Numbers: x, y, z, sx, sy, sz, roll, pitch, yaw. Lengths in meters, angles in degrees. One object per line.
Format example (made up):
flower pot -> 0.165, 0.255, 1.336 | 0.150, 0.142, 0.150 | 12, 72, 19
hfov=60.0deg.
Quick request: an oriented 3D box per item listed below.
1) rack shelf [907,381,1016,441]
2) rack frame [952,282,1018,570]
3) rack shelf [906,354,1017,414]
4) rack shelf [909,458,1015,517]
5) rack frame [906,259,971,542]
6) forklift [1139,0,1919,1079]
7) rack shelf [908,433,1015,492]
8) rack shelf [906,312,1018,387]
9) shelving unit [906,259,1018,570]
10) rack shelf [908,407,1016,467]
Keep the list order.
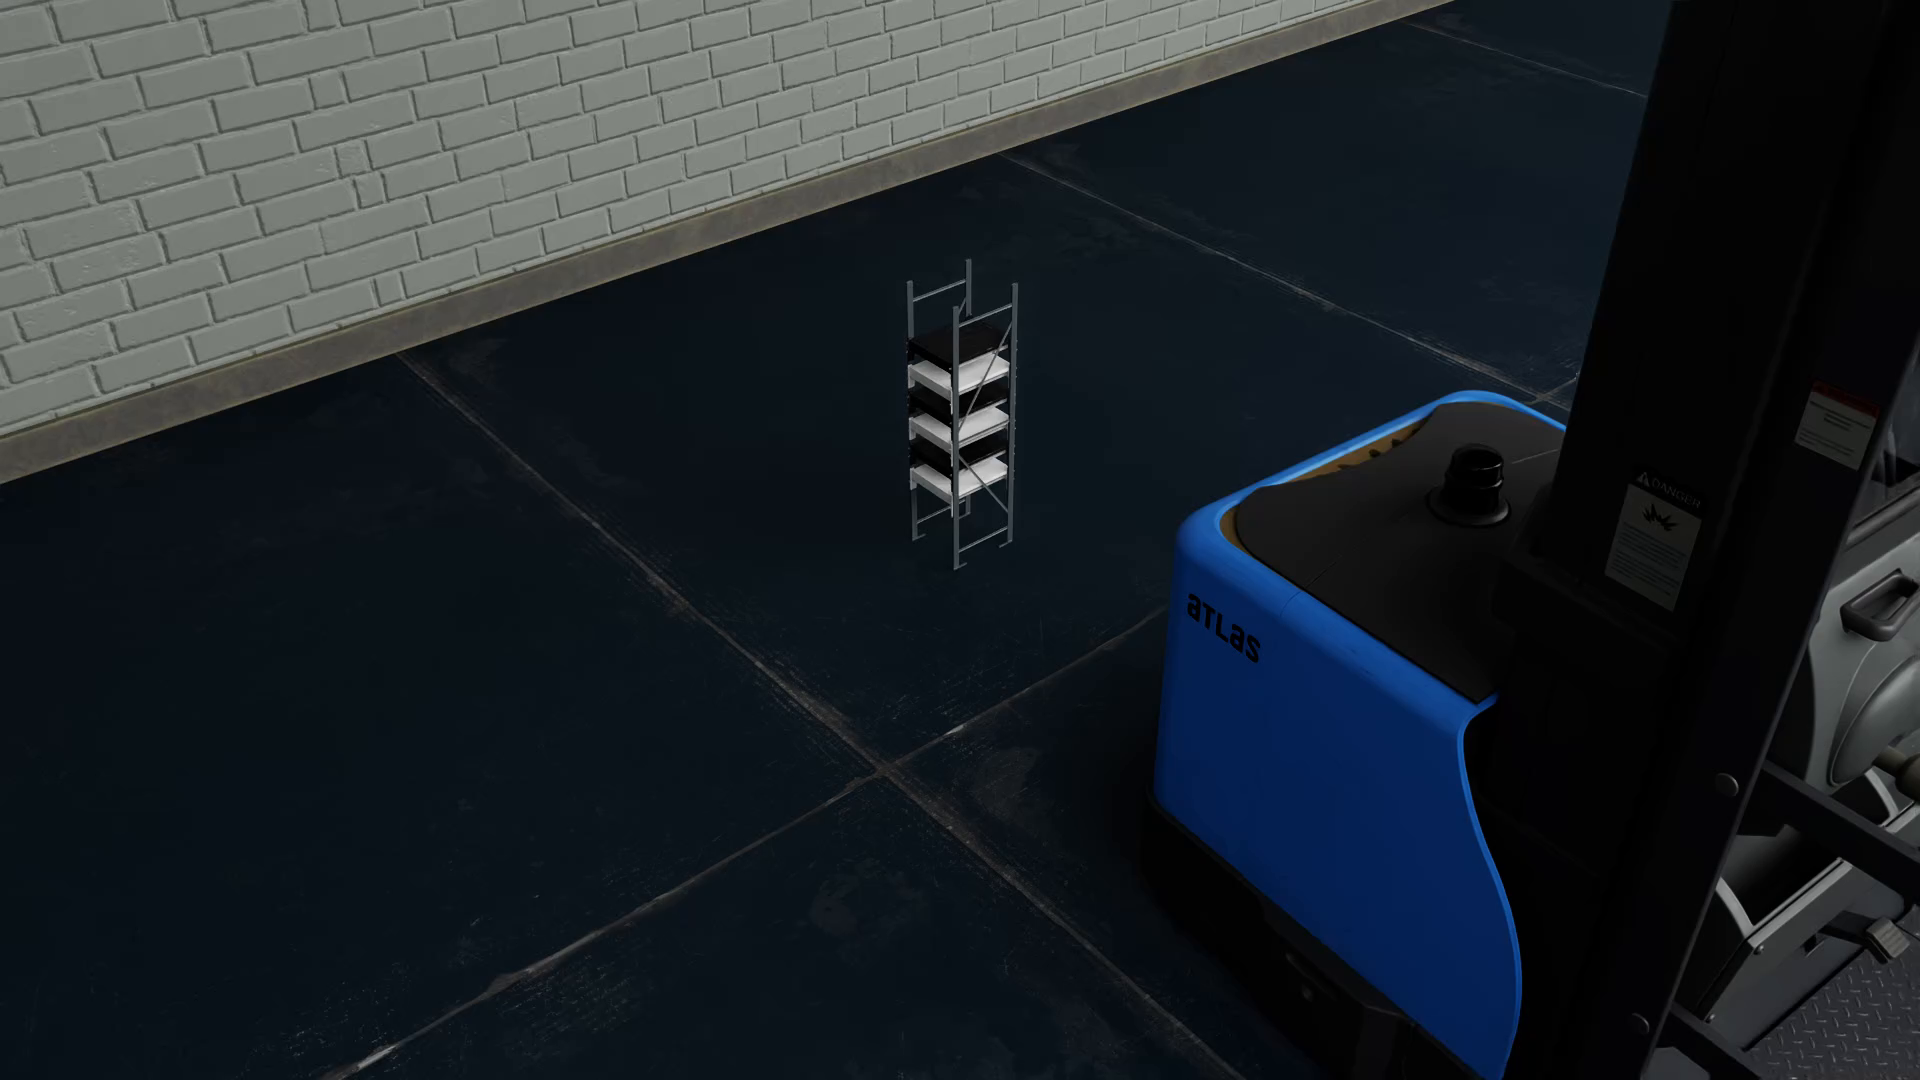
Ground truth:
rack shelf -> 0.005, -0.410, 4.952 | 0.258, 0.077, 0.200 | -26, 43, -32
rack frame -> 0.071, -0.319, 4.921 | 0.240, 0.900, 0.006 | -26, 43, -32
rack shelf -> 0.005, -0.483, 4.900 | 0.258, 0.077, 0.200 | -26, 43, -32
rack shelf -> 0.005, -0.190, 5.108 | 0.258, 0.077, 0.200 | -26, 43, -32
rack frame -> -0.060, -0.409, 5.048 | 0.240, 0.900, 0.006 | -26, 43, -32
forklift -> 1.716, 0.153, 2.498 | 1.130, 2.935, 3.031 | -23, 41, -29
rack shelf -> 0.005, -0.263, 5.056 | 0.258, 0.077, 0.200 | -26, 43, -32
rack shelf -> 0.005, -0.557, 4.848 | 0.258, 0.077, 0.200 | -26, 43, -32
shelving unit -> 0.005, -0.364, 4.985 | 0.258, 0.900, 0.210 | -26, 43, -32
rack shelf -> 0.005, -0.336, 5.004 | 0.258, 0.077, 0.200 | -26, 43, -32
